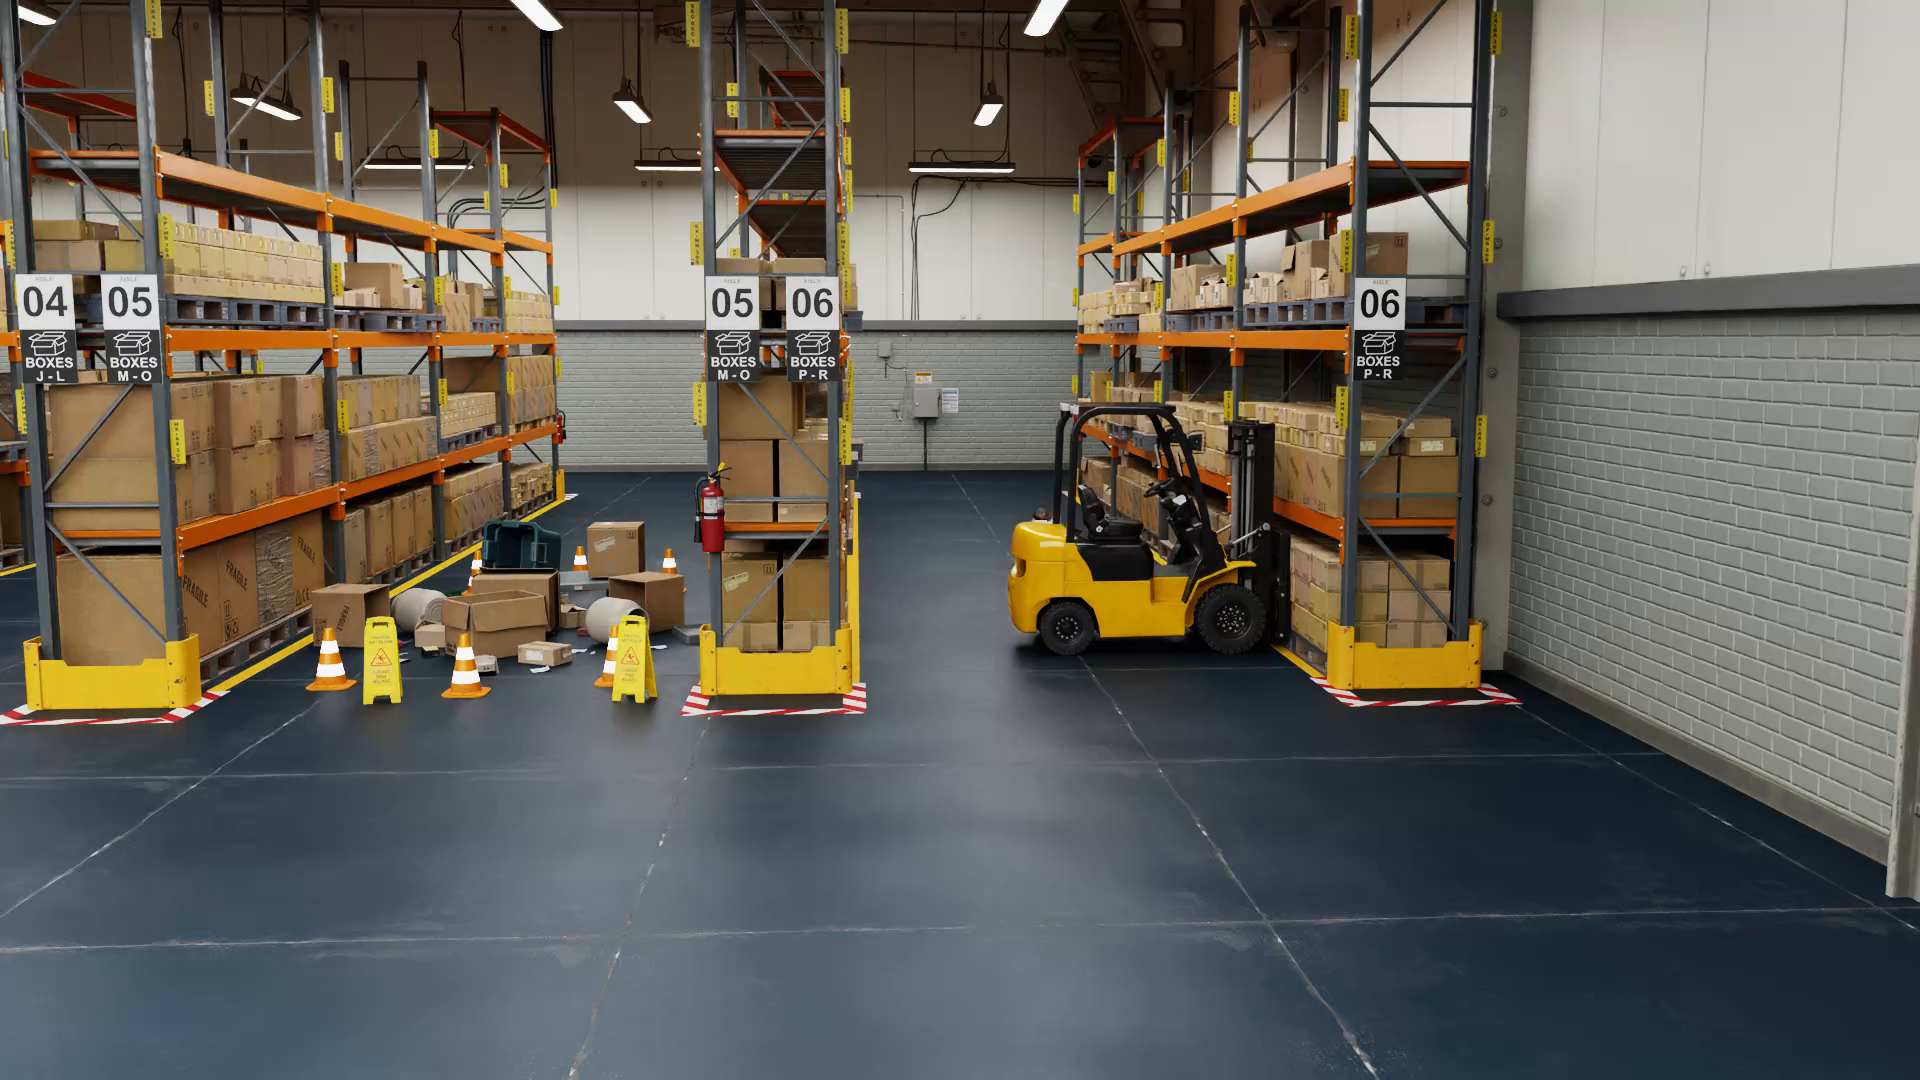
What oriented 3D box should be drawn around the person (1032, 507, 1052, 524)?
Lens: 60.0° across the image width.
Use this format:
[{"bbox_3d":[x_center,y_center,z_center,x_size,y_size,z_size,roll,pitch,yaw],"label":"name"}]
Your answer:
[{"bbox_3d":[0.925,0.139,17.714,0.490,0.932,0.805,0,7,-4],"label":"person"}]
